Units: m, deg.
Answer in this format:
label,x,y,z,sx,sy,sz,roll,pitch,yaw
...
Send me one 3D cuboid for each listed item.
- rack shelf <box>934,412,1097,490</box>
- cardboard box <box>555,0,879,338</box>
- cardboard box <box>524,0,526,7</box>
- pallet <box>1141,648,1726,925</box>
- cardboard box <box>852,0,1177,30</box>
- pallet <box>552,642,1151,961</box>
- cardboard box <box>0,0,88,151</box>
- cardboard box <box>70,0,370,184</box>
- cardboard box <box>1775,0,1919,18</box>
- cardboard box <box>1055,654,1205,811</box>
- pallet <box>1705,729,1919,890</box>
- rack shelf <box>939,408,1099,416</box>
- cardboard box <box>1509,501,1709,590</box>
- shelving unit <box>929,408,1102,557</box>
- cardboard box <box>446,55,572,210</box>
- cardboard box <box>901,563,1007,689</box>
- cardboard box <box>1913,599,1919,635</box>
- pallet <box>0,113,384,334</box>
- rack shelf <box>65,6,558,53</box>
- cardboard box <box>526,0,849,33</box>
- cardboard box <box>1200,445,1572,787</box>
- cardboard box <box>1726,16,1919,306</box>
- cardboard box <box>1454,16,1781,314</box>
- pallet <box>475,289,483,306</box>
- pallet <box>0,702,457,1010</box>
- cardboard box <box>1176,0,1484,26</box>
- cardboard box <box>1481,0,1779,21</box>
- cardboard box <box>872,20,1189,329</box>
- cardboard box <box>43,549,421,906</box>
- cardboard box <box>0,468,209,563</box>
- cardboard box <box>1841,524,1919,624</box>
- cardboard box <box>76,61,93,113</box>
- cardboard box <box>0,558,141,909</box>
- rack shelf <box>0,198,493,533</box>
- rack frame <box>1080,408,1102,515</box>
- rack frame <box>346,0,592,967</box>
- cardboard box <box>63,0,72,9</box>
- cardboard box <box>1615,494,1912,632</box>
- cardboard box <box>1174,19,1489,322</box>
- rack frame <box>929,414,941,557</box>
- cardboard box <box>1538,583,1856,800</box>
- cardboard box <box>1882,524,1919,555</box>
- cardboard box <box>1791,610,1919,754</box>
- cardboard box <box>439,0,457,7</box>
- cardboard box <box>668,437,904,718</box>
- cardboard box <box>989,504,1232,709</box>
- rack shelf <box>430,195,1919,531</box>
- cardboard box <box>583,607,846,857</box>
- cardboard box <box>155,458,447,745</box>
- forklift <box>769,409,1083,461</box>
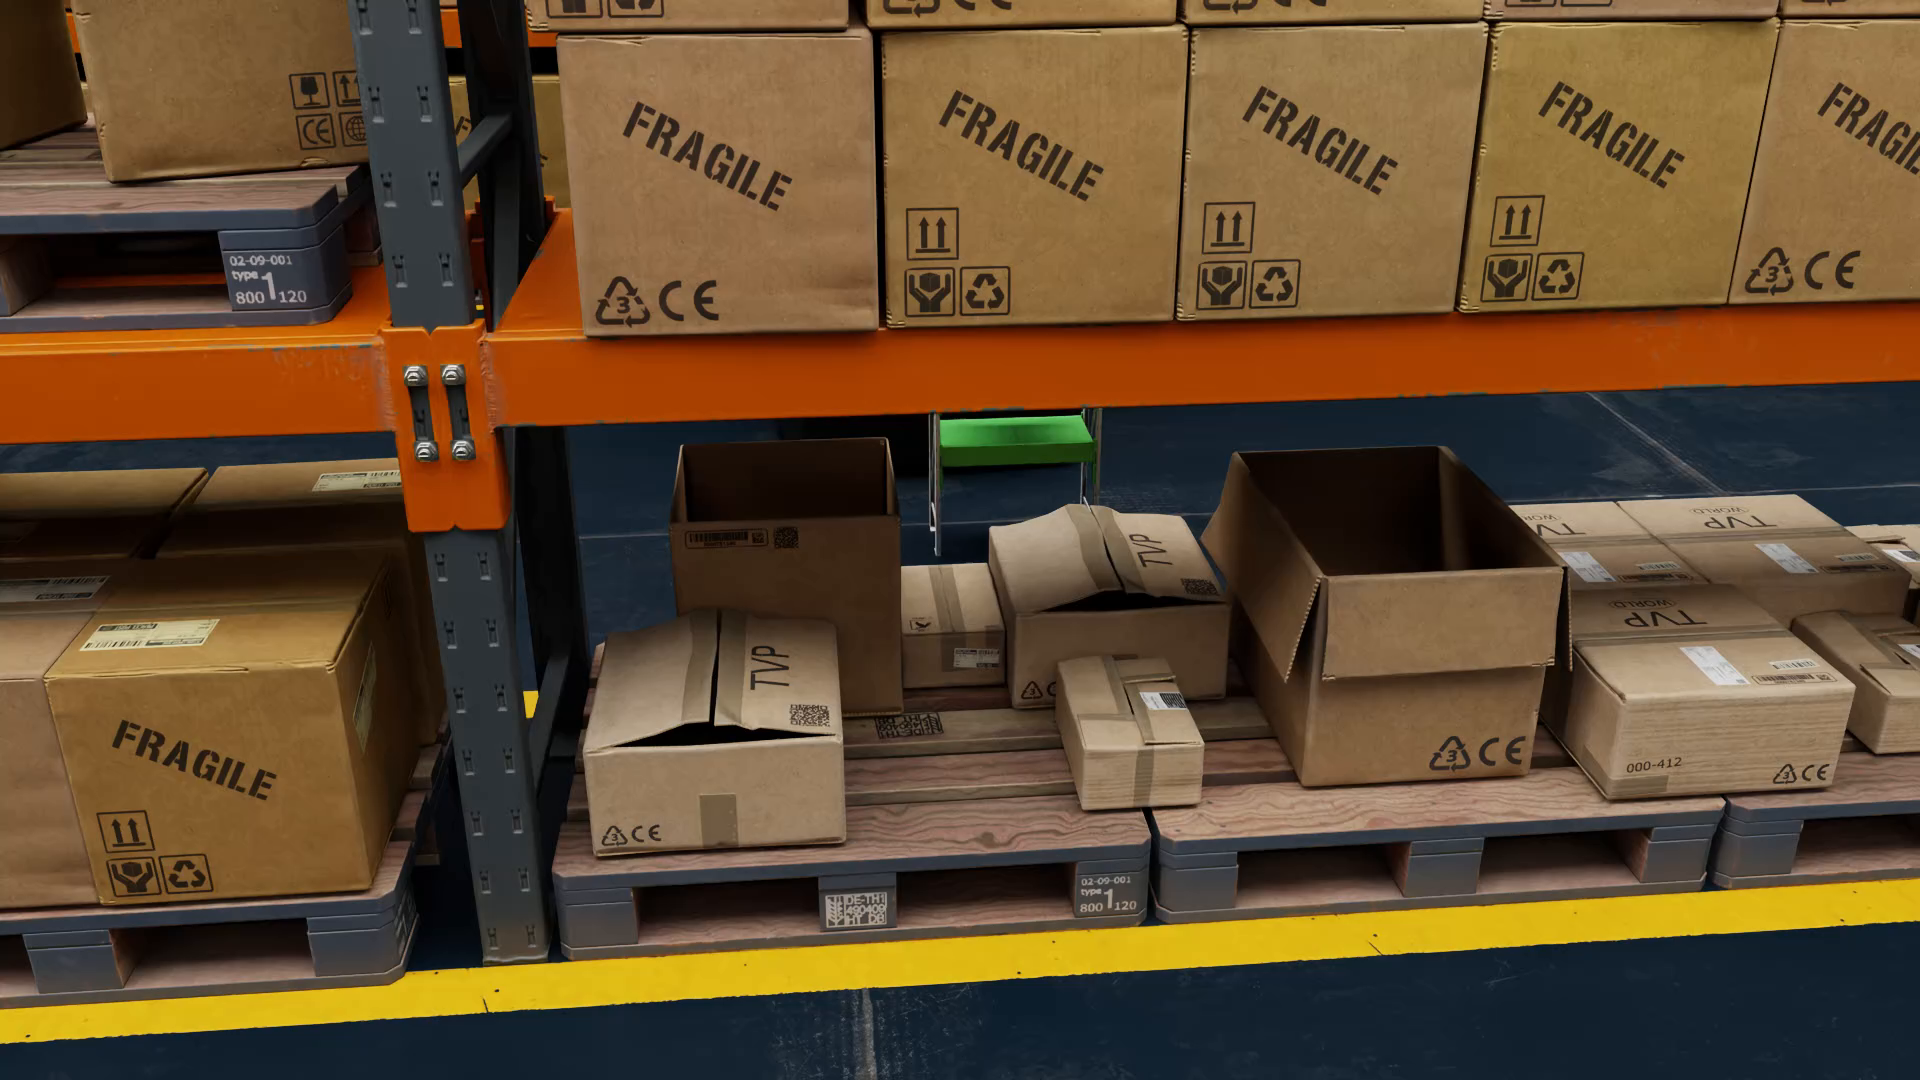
label,x,y,z,sx,sy,sz,roll,pitch,yaw
rack shelf,0.165,-0.277,5.145,0.480,0.148,0.258,-2,24,-5
cardboard box,-0.406,-0.677,2.956,0.500,0.500,0.500,-2,24,-4
cardboard box,-1.988,-2.470,7.398,0.250,0.149,0.380,-2,24,-4
pallet,0.961,0.477,3.918,1.213,0.211,1.003,-2,24,-5
cardboard box,0.070,-1.149,2.788,0.500,0.500,0.500,-3,24,-7
pallet,-0.256,0.527,3.805,1.213,0.211,1.003,-2,24,-5
cardboard box,-2.111,-0.977,3.114,0.500,0.500,0.700,1,24,3
cardboard box,-1.433,-1.030,3.233,0.500,0.500,0.700,-11,26,-23
cardboard box,1.607,-1.211,2.927,0.500,0.500,0.500,-2,24,-4
cardboard box,0.359,0.405,3.592,0.250,0.166,0.380,-2,24,-5
pallet,2.172,0.429,4.025,1.213,0.211,1.003,-2,24,-5
rack shelf,0.165,-0.496,5.047,0.480,0.148,0.258,-2,24,-5
cardboard box,1.477,0.122,4.126,0.500,0.250,0.500,-2,24,-5
shelving unit,0.165,-0.555,5.021,0.503,1.200,0.258,-2,24,-5
cardboard box,-2.064,-1.854,7.857,0.750,0.750,0.750,-2,24,-5
cardboard box,-0.033,0.204,4.065,0.250,0.149,0.380,-2,24,-5
cardboard box,2.524,0.182,3.683,0.500,0.500,0.500,-2,24,-5
pallet,-1.746,-0.645,3.245,1.213,0.211,1.003,-2,24,-5
rack shelf,-3.421,-2.314,7.649,4.000,0.370,1.077,-2,24,-5
cardboard box,-0.443,-1.128,2.741,0.500,0.500,0.500,-2,24,-4
cardboard box,0.929,0.142,3.769,0.637,0.503,0.797,-2,24,-5
cardboard box,1.609,-0.758,3.140,0.500,0.500,0.500,-2,24,-5
cardboard box,1.108,-0.738,3.095,0.500,0.500,0.500,-3,24,-6
pallet,-2.191,-1.387,8.111,1.213,0.211,1.003,-2,24,-5
pallet,-1.745,0.601,3.637,1.213,0.211,1.003,-2,24,-5
cardboard box,0.582,-1.169,2.834,0.500,0.500,0.500,-3,24,-7
cardboard box,1.096,-1.190,2.881,0.500,0.500,0.500,-2,24,-4
cardboard box,0.104,-0.698,3.005,0.500,0.500,0.500,-2,24,-4
cardboard box,-1.403,0.356,3.292,0.500,0.500,0.500,-2,24,-5
cardboard box,-1.975,0.167,3.717,0.500,0.500,0.500,-2,24,-4
cardboard box,2.342,0.101,4.276,0.250,0.166,0.380,-2,24,-5
cardboard box,-3.794,-1.781,7.694,0.750,0.750,0.750,-2,24,-5
cardboard box,-1.895,0.372,3.255,0.500,0.500,0.500,-2,24,-5
rack shelf,-2.930,-0.312,3.145,4.000,0.370,1.077,-2,24,-5
rack frame,0.408,-0.565,5.043,0.015,1.200,0.240,-2,24,-5
rack frame,-0.940,-0.721,3.178,0.127,3.000,1.000,-2,24,-5
cardboard box,-3.783,-2.440,7.330,0.250,0.149,0.380,-2,24,-4
cardboard box,1.974,0.102,4.171,0.500,0.250,0.500,-2,24,-5
cardboard box,0.602,-0.717,3.048,0.500,0.500,0.500,-2,24,-5
rack frame,-0.078,-0.545,4.999,0.015,1.200,0.240,-2,24,-5
cardboard box,1.576,0.322,3.676,0.500,0.250,0.500,-2,24,-5
cardboard box,2.590,0.099,4.302,0.250,0.149,0.380,-2,24,-5
cardboard box,2.112,0.314,3.796,0.250,0.166,0.380,-2,24,-5
cardboard box,-2.250,-2.477,7.415,0.250,0.149,0.380,-2,24,-3
cardboard box,-0.401,0.083,3.906,0.500,0.500,0.500,-2,24,-5
cardboard box,0.346,0.140,4.011,0.500,0.311,0.500,-2,24,-5
rack shelf,1.051,-0.472,3.504,4.000,0.370,1.077,-2,24,-5
cardboard box,-0.501,0.378,3.476,0.500,0.311,0.500,-2,24,-5
cardboard box,-1.445,0.141,3.775,0.500,0.500,0.500,-3,24,-8
forklift,-0.341,-2.161,6.504,1.130,2.935,3.031,-5,24,-10
